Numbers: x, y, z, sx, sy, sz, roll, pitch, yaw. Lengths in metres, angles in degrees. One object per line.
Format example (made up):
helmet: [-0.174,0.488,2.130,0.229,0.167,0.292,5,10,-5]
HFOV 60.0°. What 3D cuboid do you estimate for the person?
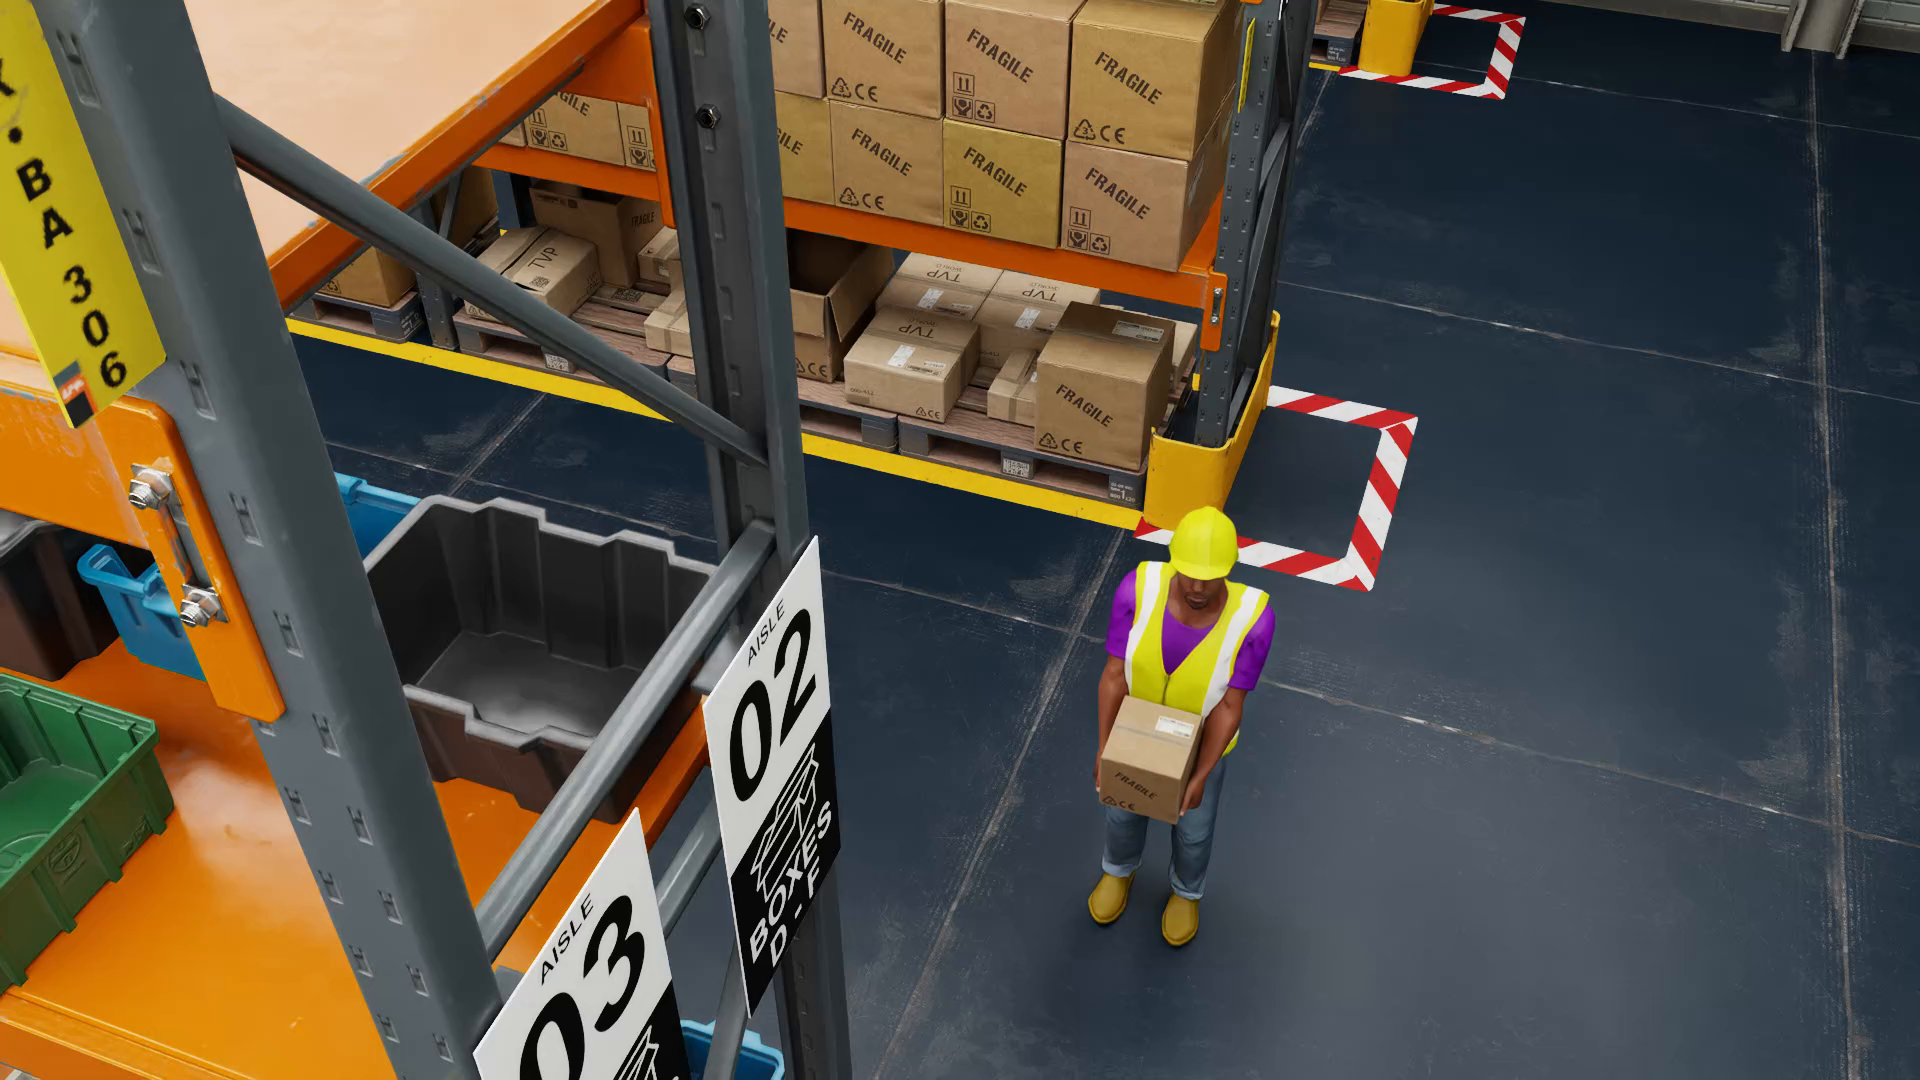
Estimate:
person: [-6.815,-0.384,6.582,15.637,1.761,2.927,14,43,16]
